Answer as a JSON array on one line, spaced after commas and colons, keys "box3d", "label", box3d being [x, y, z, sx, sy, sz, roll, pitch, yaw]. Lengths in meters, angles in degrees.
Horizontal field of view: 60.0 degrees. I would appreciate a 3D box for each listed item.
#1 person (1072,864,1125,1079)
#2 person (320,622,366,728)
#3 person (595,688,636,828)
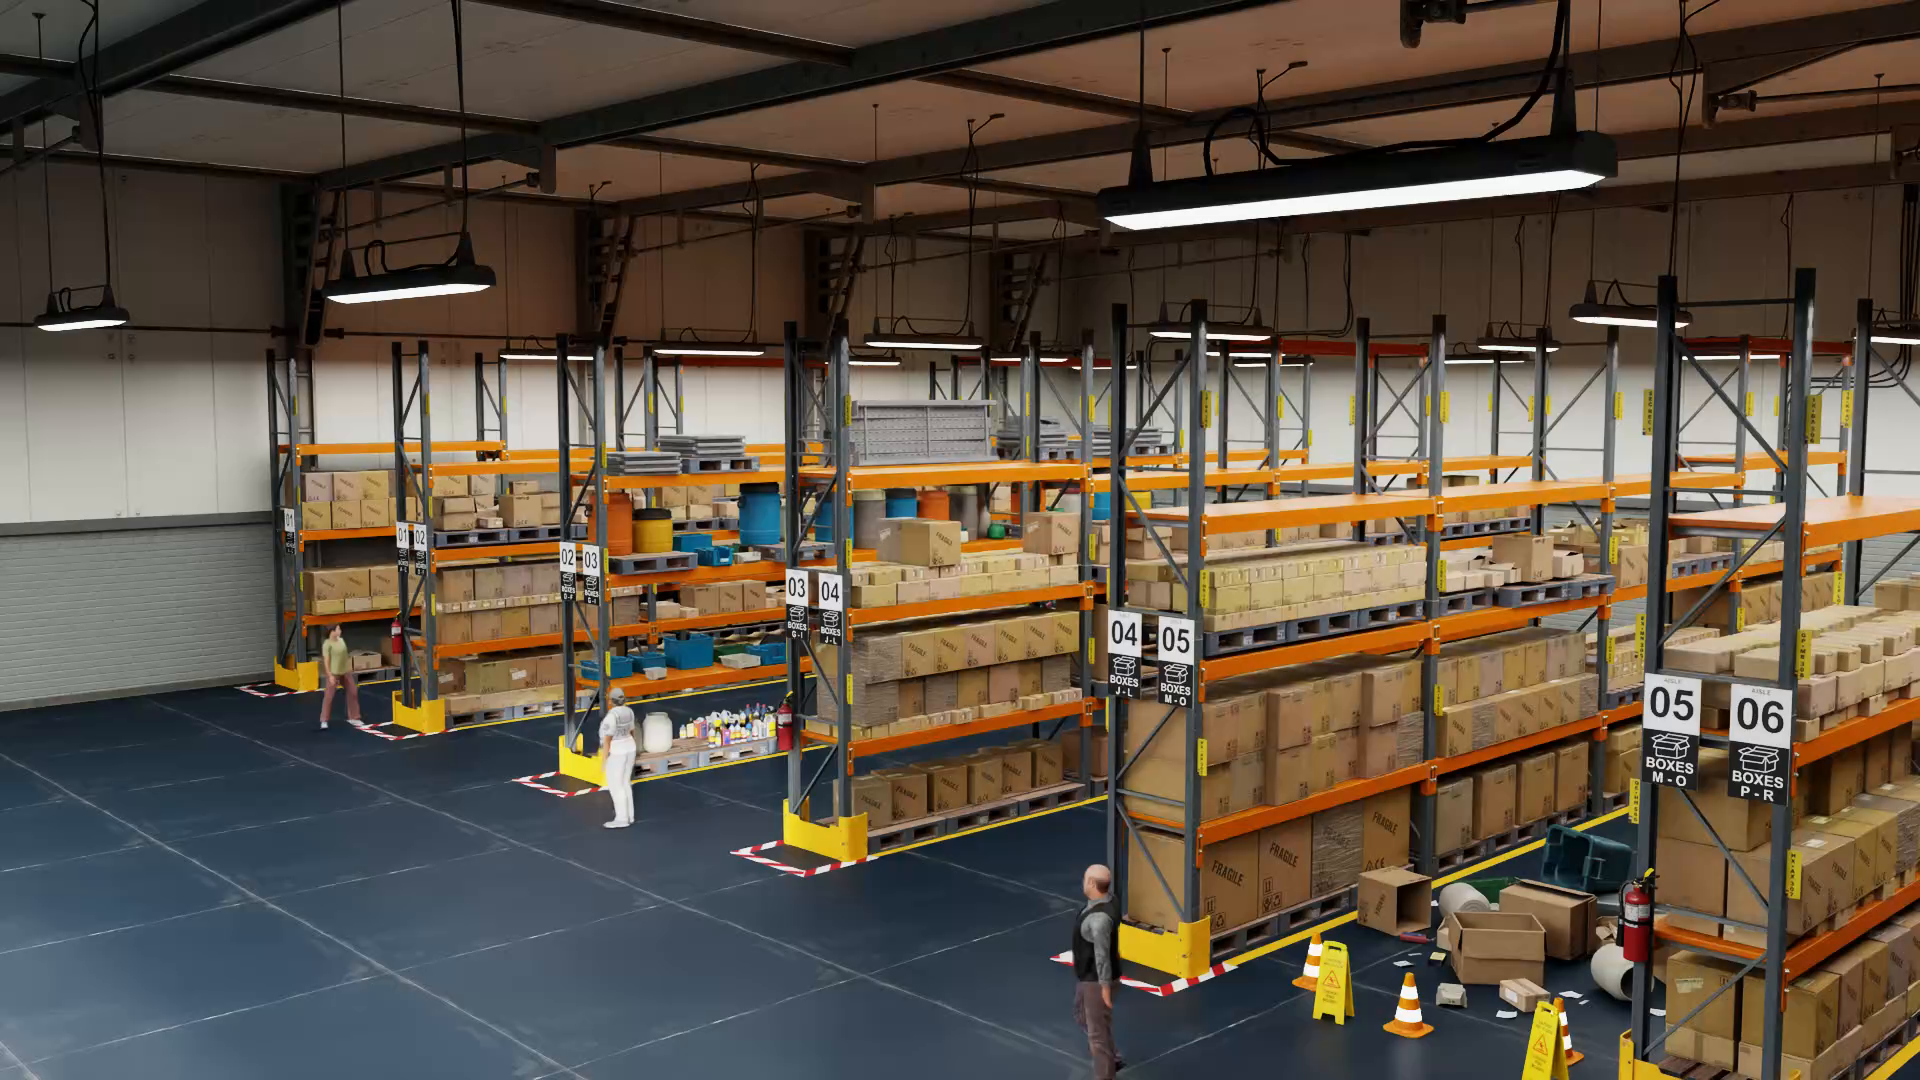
[{"box3d": [1.014, 3.233, 12.253, 0.377, 1.734, 0.592, 0, 5, 4], "label": "person"}, {"box3d": [-9.681, 2.107, 25.933, 0.484, 1.706, 0.630, 3, 6, 35], "label": "person"}, {"box3d": [-4.124, 2.622, 19.986, 0.416, 1.703, 0.602, 2, 5, 22], "label": "person"}]
